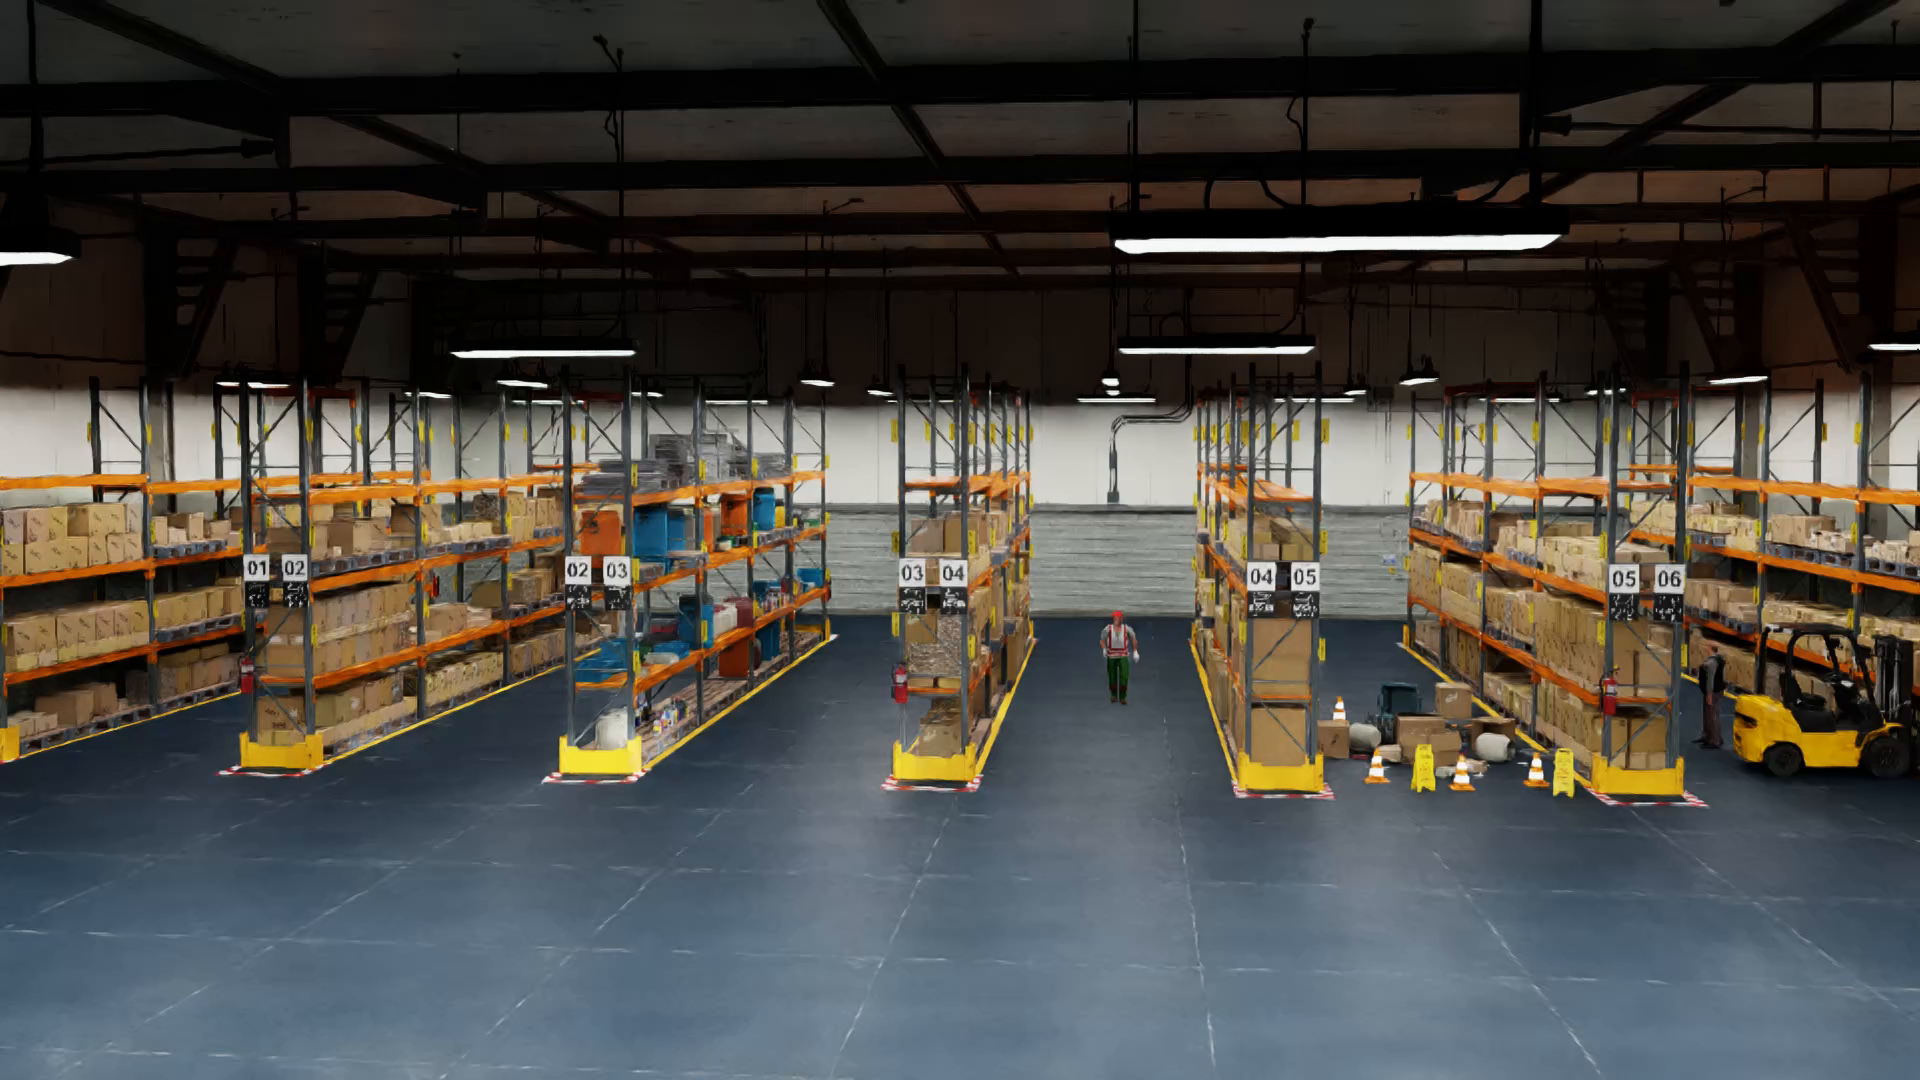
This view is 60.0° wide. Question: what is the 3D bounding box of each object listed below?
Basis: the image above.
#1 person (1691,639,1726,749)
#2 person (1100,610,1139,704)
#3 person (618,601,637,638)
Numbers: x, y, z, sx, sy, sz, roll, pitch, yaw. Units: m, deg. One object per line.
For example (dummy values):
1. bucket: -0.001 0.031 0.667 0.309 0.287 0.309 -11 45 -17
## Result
1. person: 11.894 2.437 26.420 0.499 1.716 0.578 3 4 35
2. person: 2.947 2.157 30.811 0.713 1.749 0.686 1 4 9
3. person: -7.319 1.840 36.659 0.455 1.612 1.019 0 4 4
